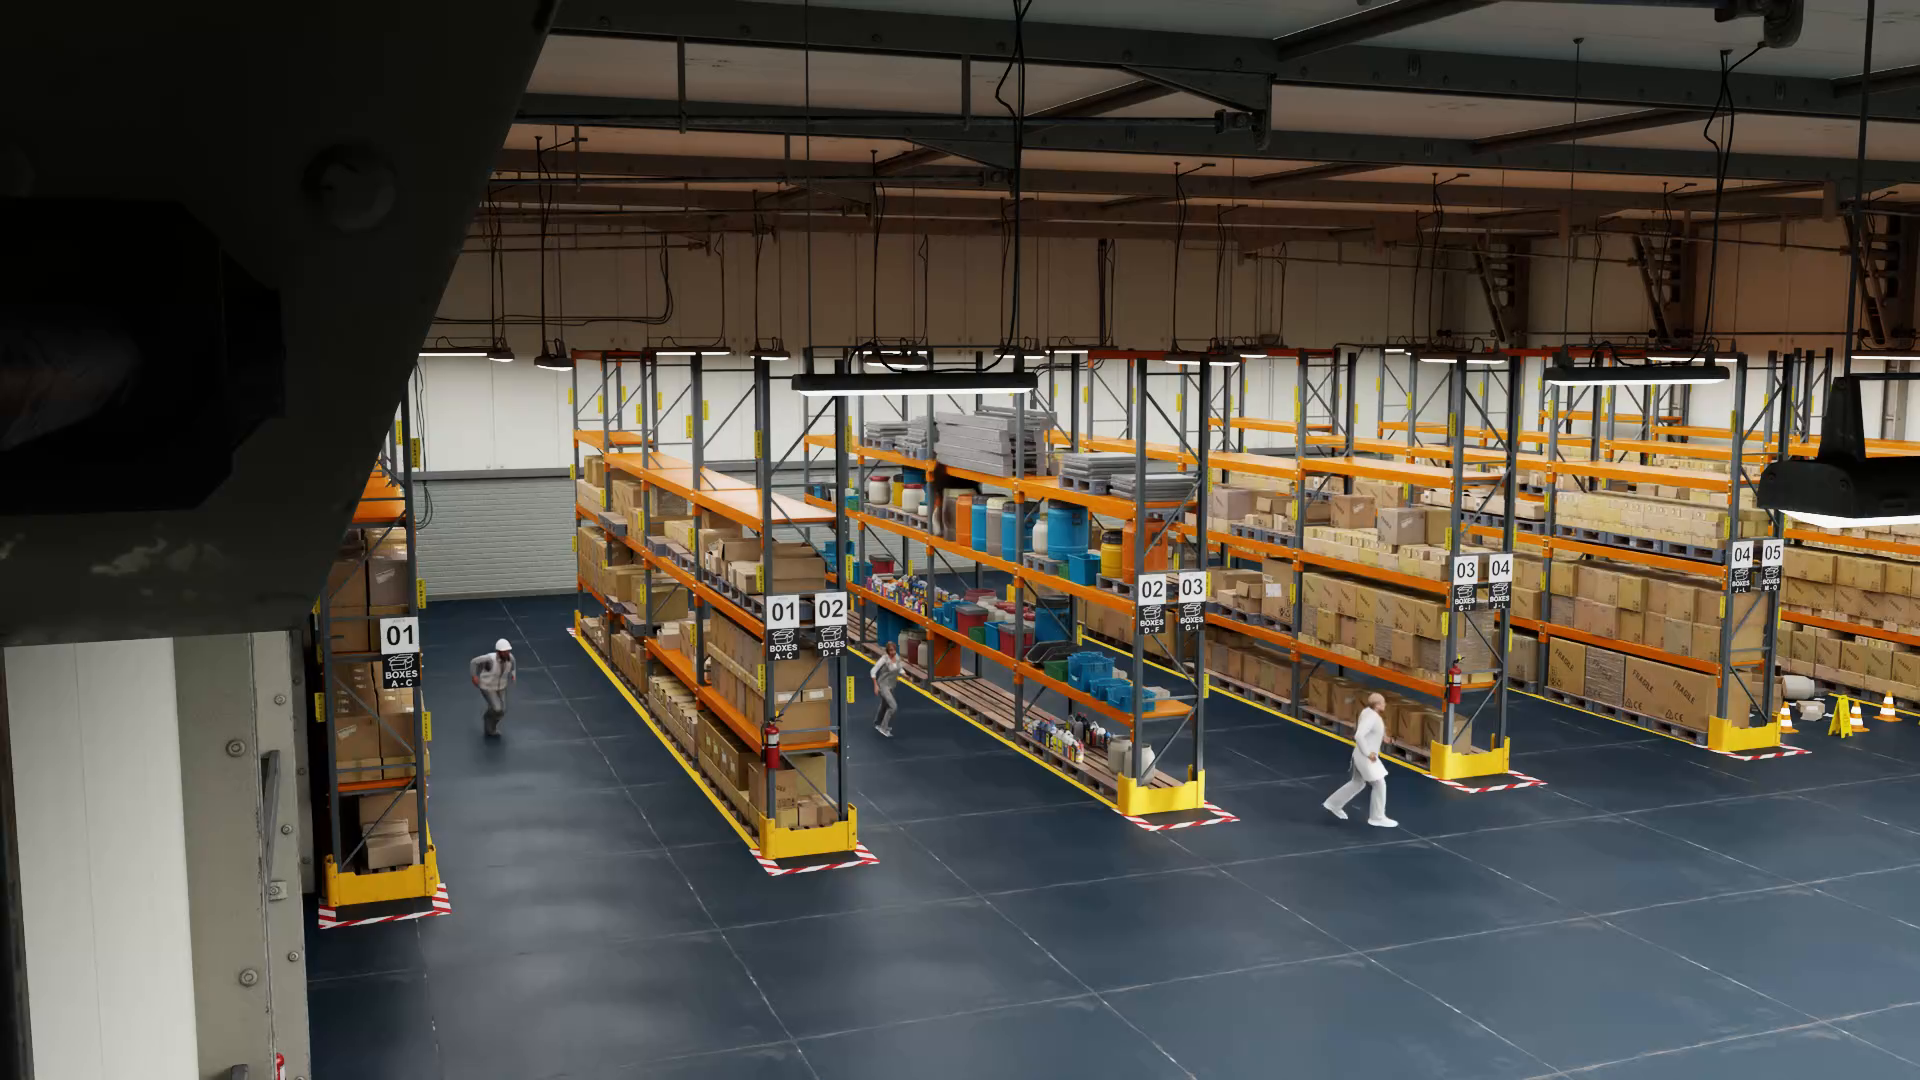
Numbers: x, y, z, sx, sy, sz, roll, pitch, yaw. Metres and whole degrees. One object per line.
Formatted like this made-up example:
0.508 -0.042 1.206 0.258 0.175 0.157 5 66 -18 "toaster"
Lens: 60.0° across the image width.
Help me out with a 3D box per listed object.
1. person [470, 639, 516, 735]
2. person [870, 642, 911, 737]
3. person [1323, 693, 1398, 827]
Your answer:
-7.276 2.313 25.975 0.694 1.601 0.859 -7 10 -42 "person"
-1.104 2.347 26.252 0.773 1.558 0.555 4 8 27 "person"
5.129 2.813 21.244 0.948 1.757 0.732 2 7 14 "person"
